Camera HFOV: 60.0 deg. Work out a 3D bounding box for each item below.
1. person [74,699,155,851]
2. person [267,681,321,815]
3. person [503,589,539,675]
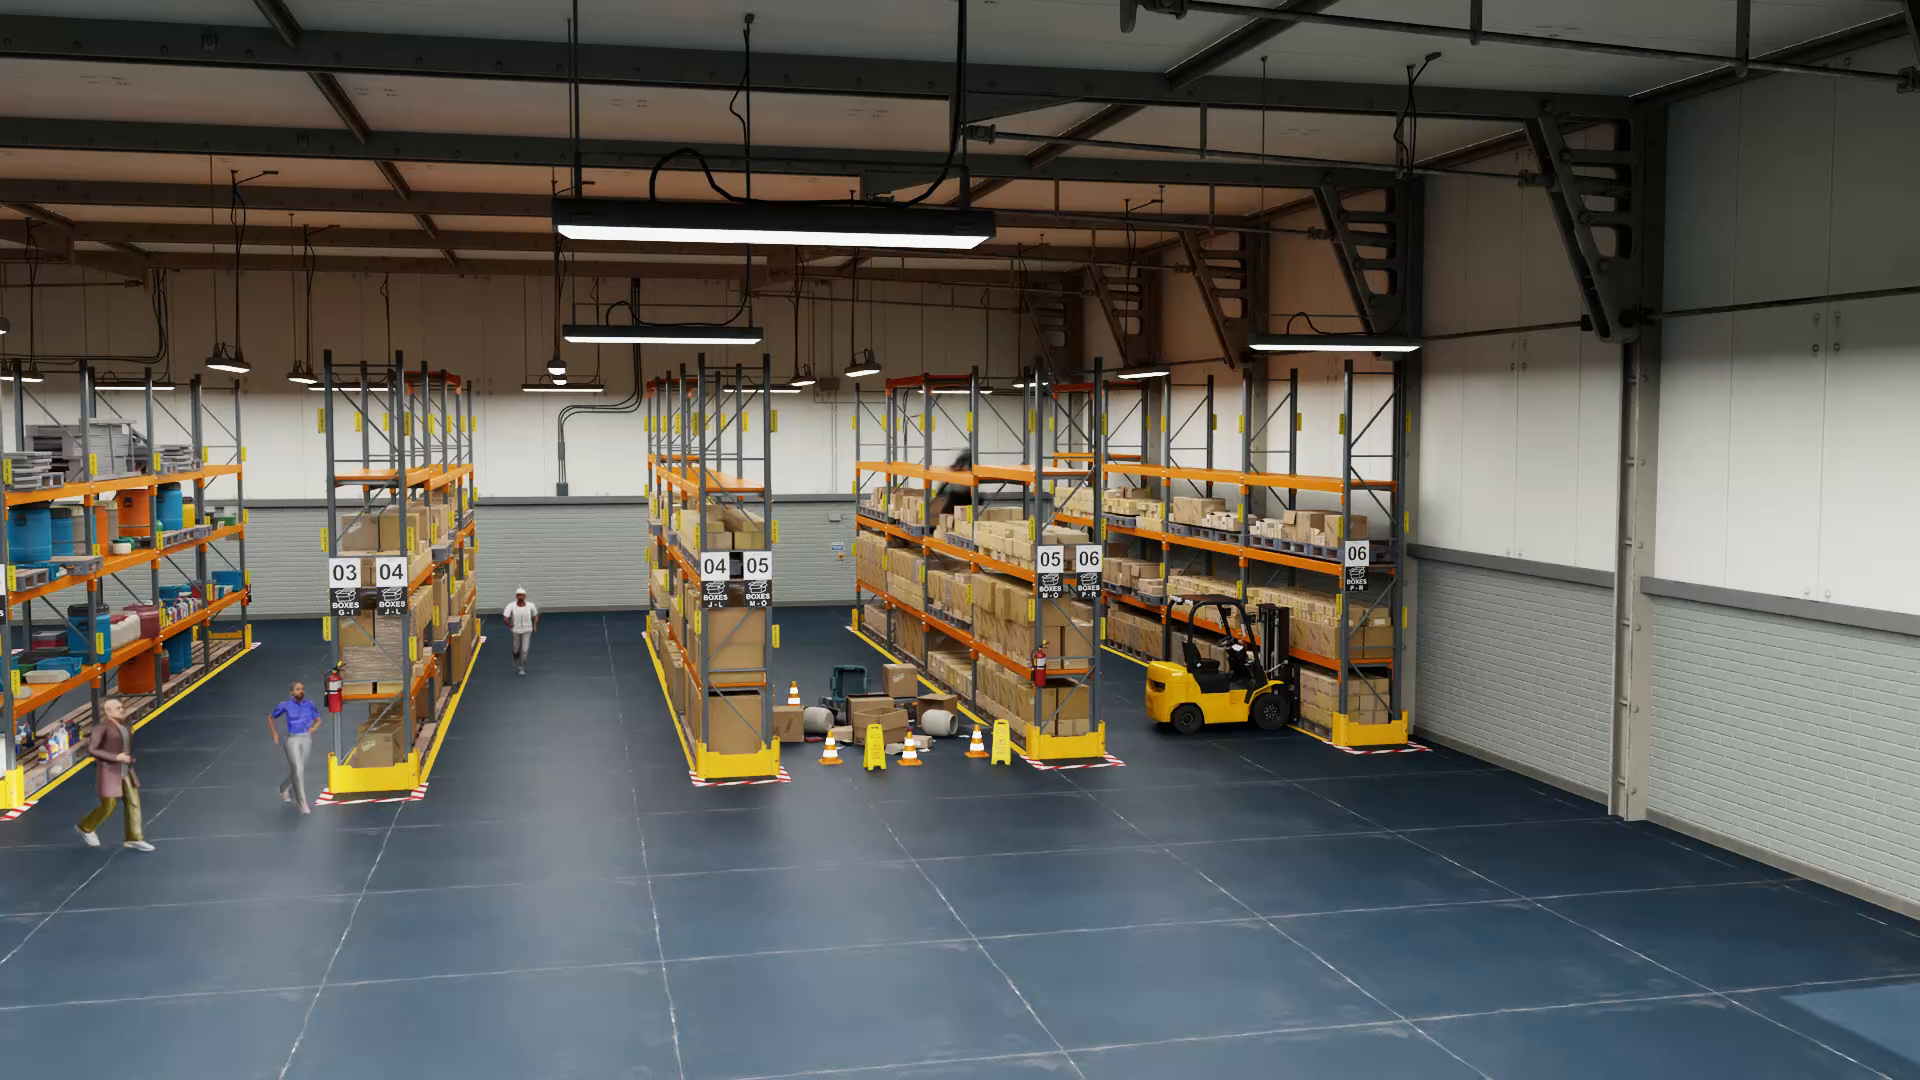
[{"bbox_3d":[-9.941,2.757,19.489,0.989,1.787,0.704,1,4,14],"label":"person"},{"bbox_3d":[-8.626,2.680,21.659,0.863,1.690,0.634,3,5,38],"label":"person"},{"bbox_3d":[-8.777,1.825,33.262,0.704,1.724,0.668,-1,4,-19],"label":"person"}]
